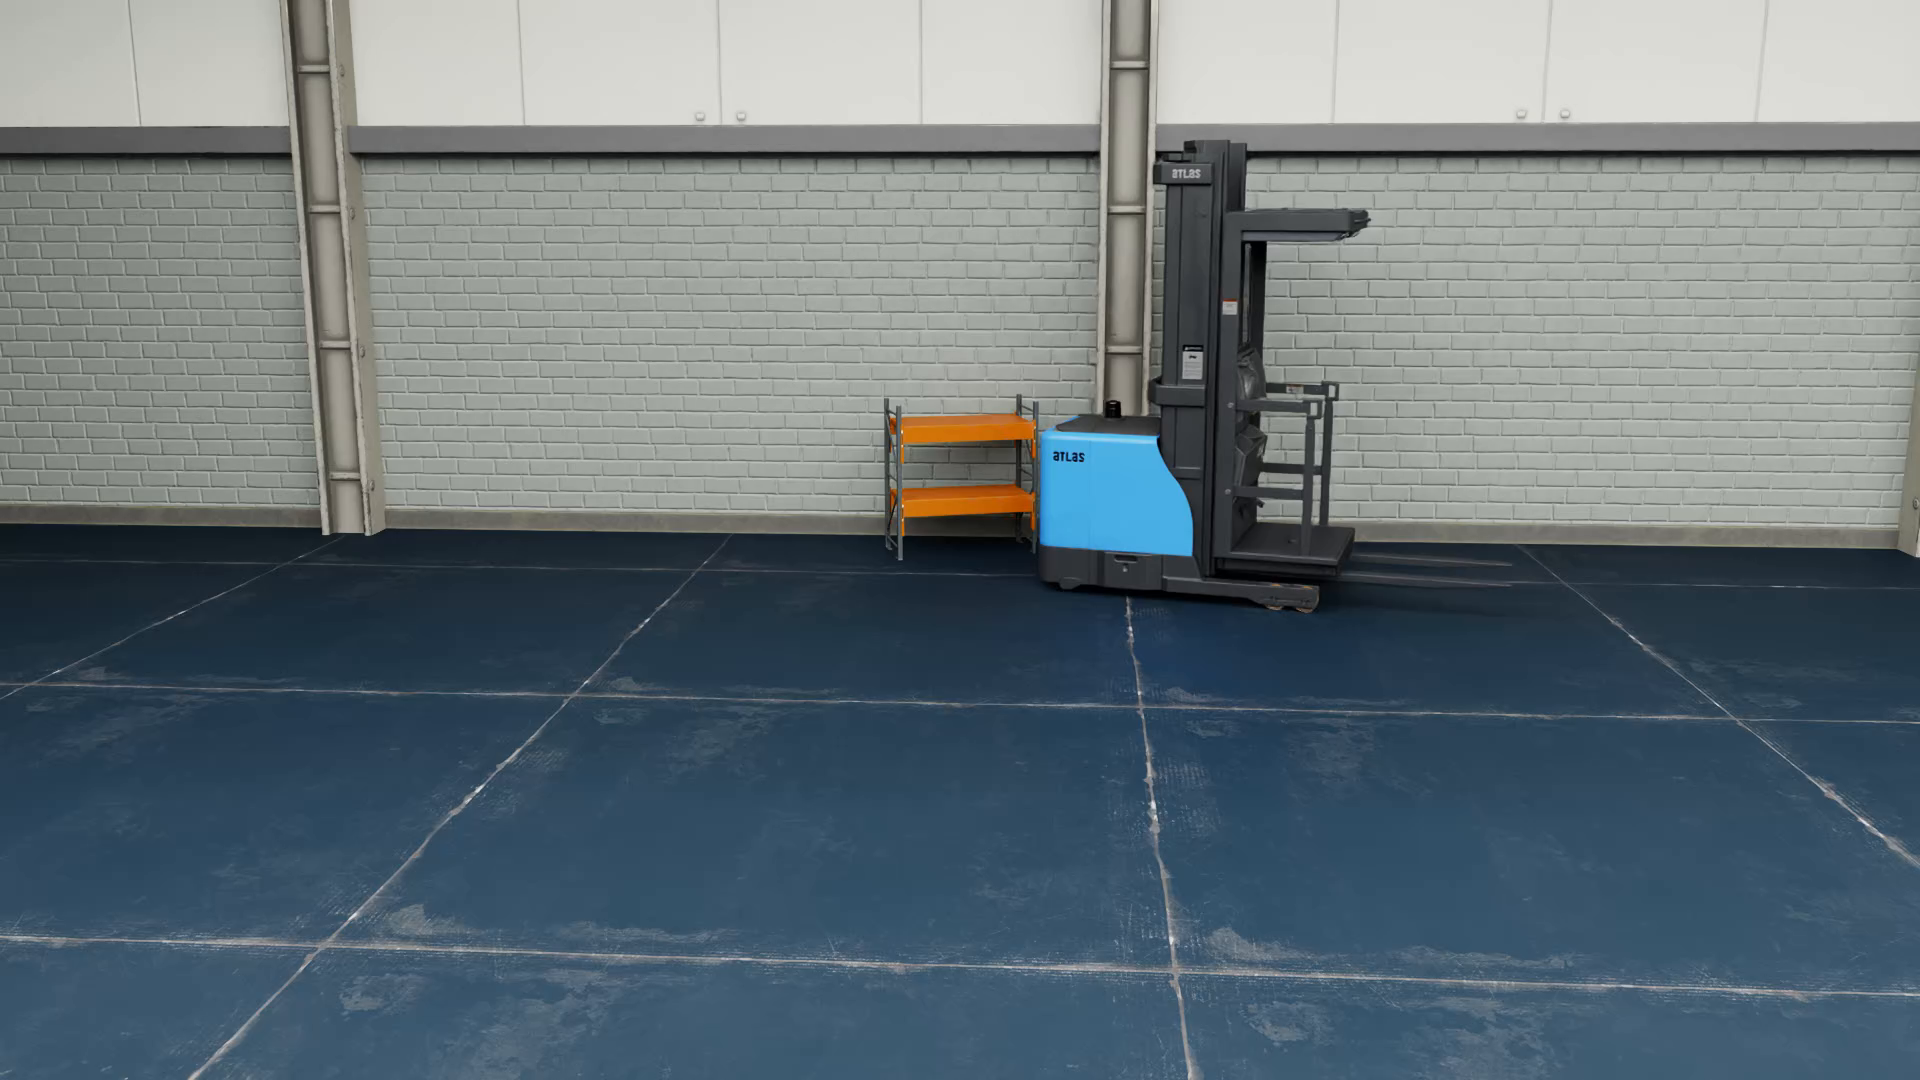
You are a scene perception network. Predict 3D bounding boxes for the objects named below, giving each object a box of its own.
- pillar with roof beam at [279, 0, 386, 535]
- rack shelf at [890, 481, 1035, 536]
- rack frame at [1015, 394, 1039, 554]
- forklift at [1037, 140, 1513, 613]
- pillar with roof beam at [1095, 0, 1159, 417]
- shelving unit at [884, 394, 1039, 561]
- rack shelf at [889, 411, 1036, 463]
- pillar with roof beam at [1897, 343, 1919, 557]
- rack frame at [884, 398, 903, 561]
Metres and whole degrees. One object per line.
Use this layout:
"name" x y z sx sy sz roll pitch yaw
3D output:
"pillar with roof beam" -5.056 -3.595 7.975 0.400 9.000 9.100 1 12 4
"rack shelf" 0.005 -0.237 12.349 1.000 0.278 0.538 -3 12 -13
"rack frame" 0.499 -0.501 12.415 0.032 1.125 0.500 -3 12 -13
"forklift" 2.093 -1.095 10.846 3.031 2.935 1.130 4 12 18
"pillar with roof beam" 0.931 -3.513 7.583 0.400 9.000 9.100 1 12 4
"shelving unit" 0.005 -0.476 12.299 1.048 1.125 0.538 -3 12 -13
"rack shelf" 0.005 -0.763 12.239 1.000 0.278 0.538 -3 12 -13
"pillar with roof beam" 6.918 -3.431 7.191 0.400 9.000 9.100 1 12 4
"rack frame" -0.490 -0.452 12.182 0.032 1.125 0.500 -3 12 -13
